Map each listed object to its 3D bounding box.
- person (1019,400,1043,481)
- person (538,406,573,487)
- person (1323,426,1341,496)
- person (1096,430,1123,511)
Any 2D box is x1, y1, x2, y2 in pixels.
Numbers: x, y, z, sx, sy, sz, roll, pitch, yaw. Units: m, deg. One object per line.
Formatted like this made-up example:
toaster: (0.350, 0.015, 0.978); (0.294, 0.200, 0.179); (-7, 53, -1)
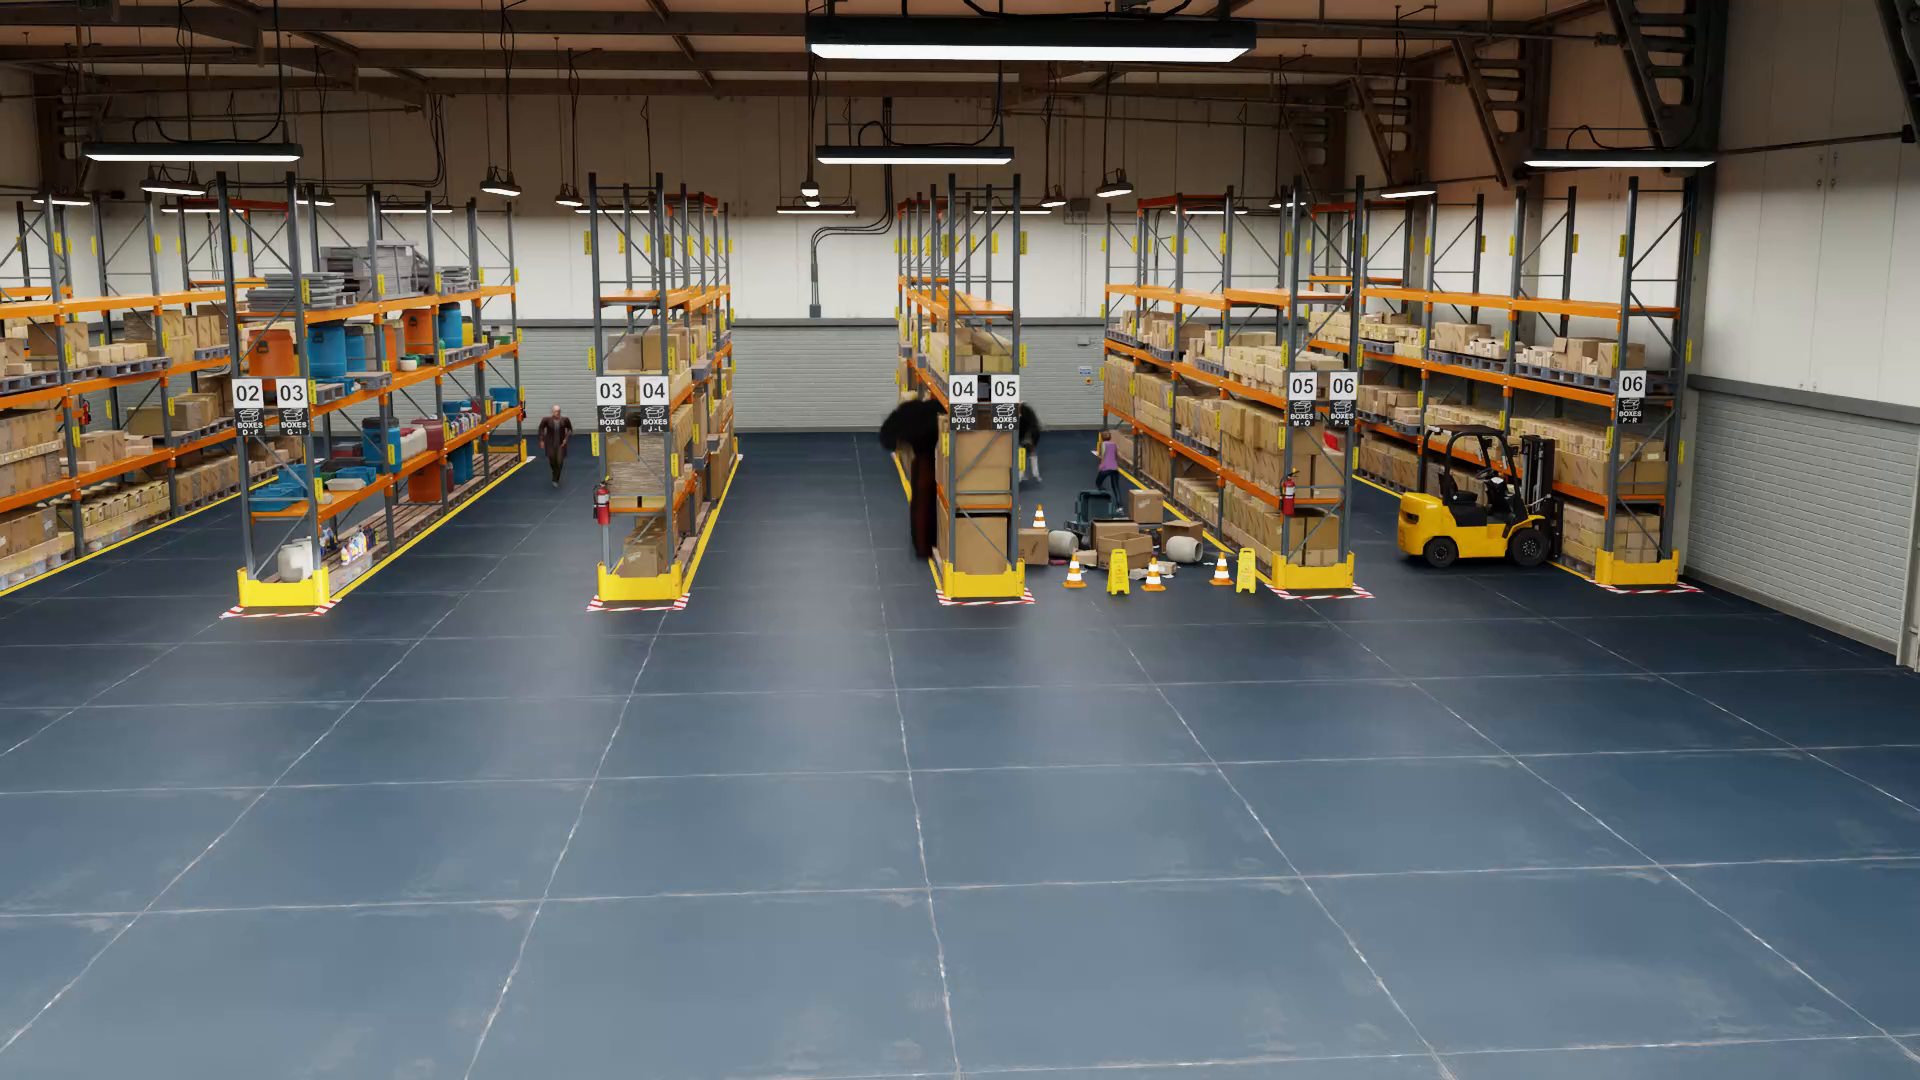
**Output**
person: (1.405, -2.099, 35.724); (0.714, 1.767, 0.738); (3, 10, 15)
person: (-8.537, -1.997, 35.126); (0.717, 1.711, 0.706); (-4, 11, -20)
person: (7.364, -1.544, 33.287); (0.646, 1.446, 1.027); (-5, 11, -25)
person: (2.832, -1.305, 31.668); (0.529, 1.541, 0.899); (-5, 11, -24)
